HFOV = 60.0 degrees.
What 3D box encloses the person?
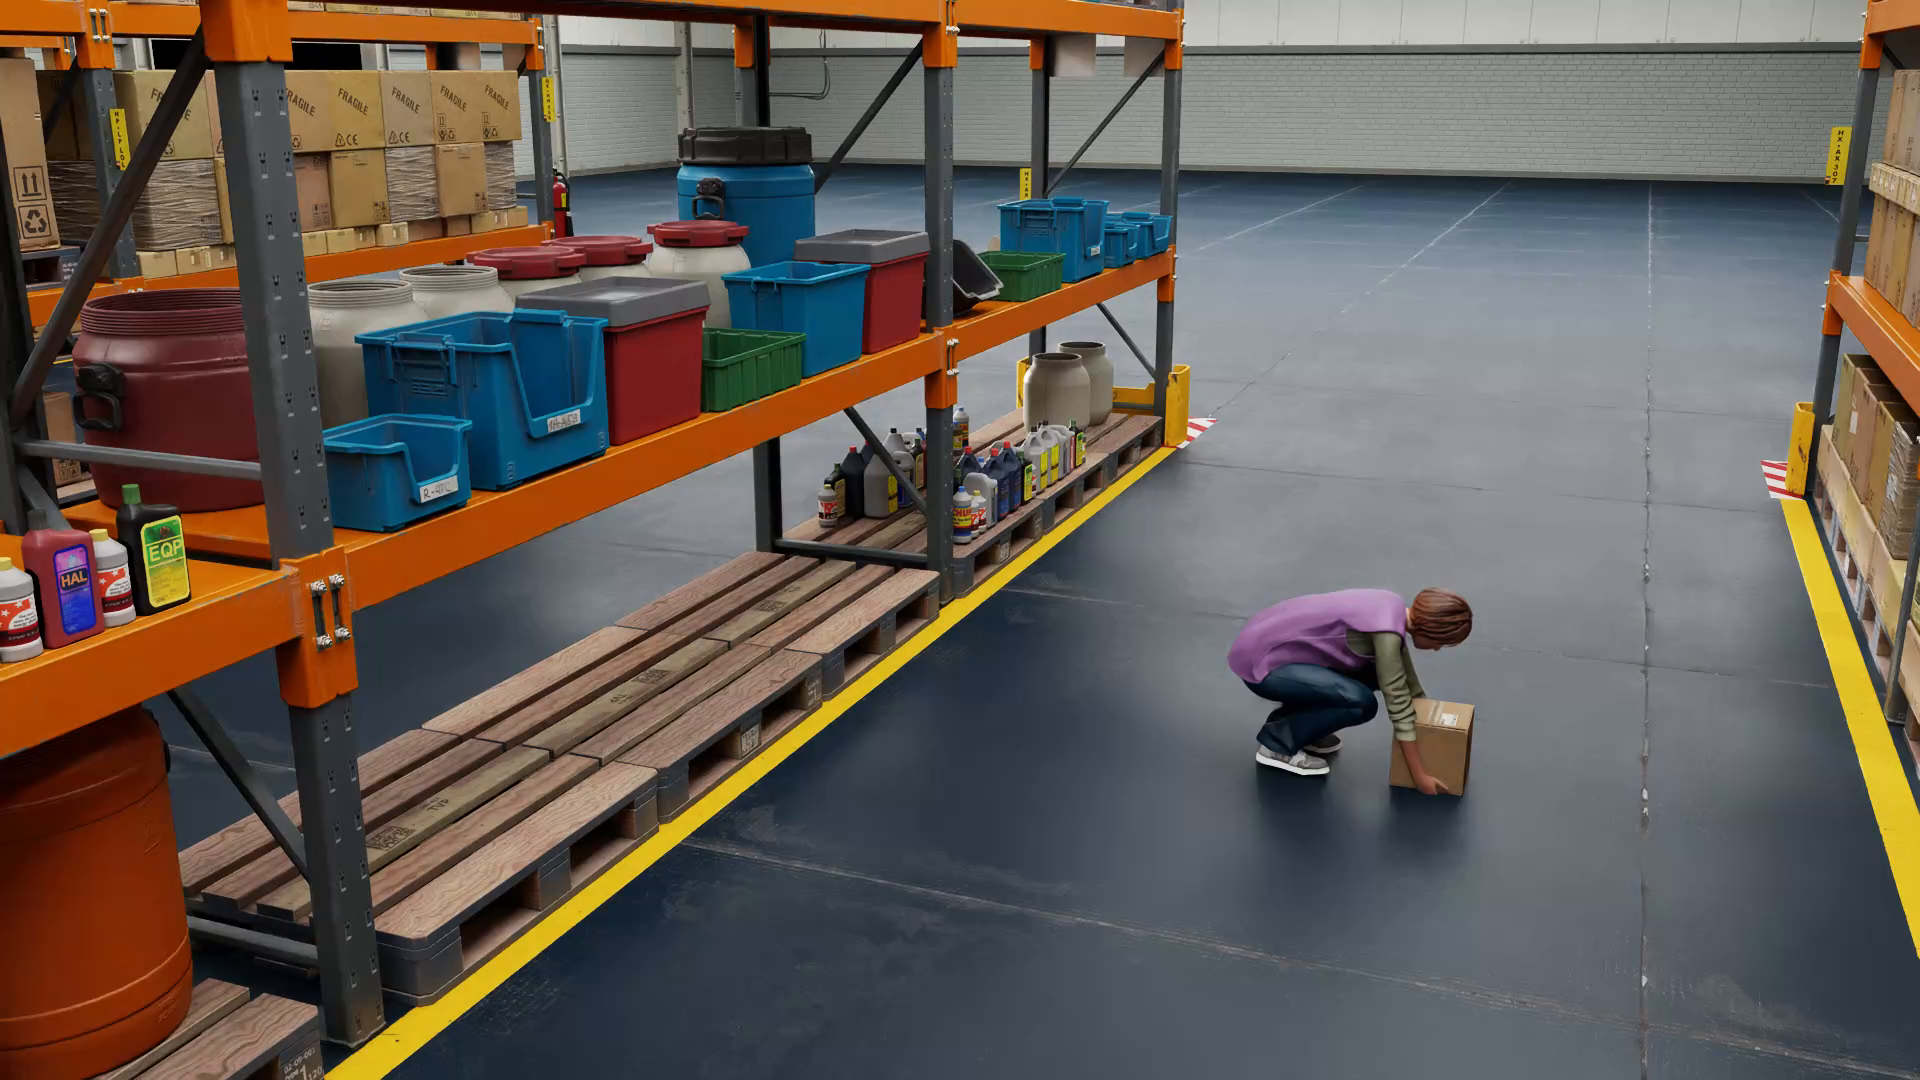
[{"bbox_3d":[1.386,0.518,5.995,0.839,0.755,0.432,6,17,20],"label":"person"}]
